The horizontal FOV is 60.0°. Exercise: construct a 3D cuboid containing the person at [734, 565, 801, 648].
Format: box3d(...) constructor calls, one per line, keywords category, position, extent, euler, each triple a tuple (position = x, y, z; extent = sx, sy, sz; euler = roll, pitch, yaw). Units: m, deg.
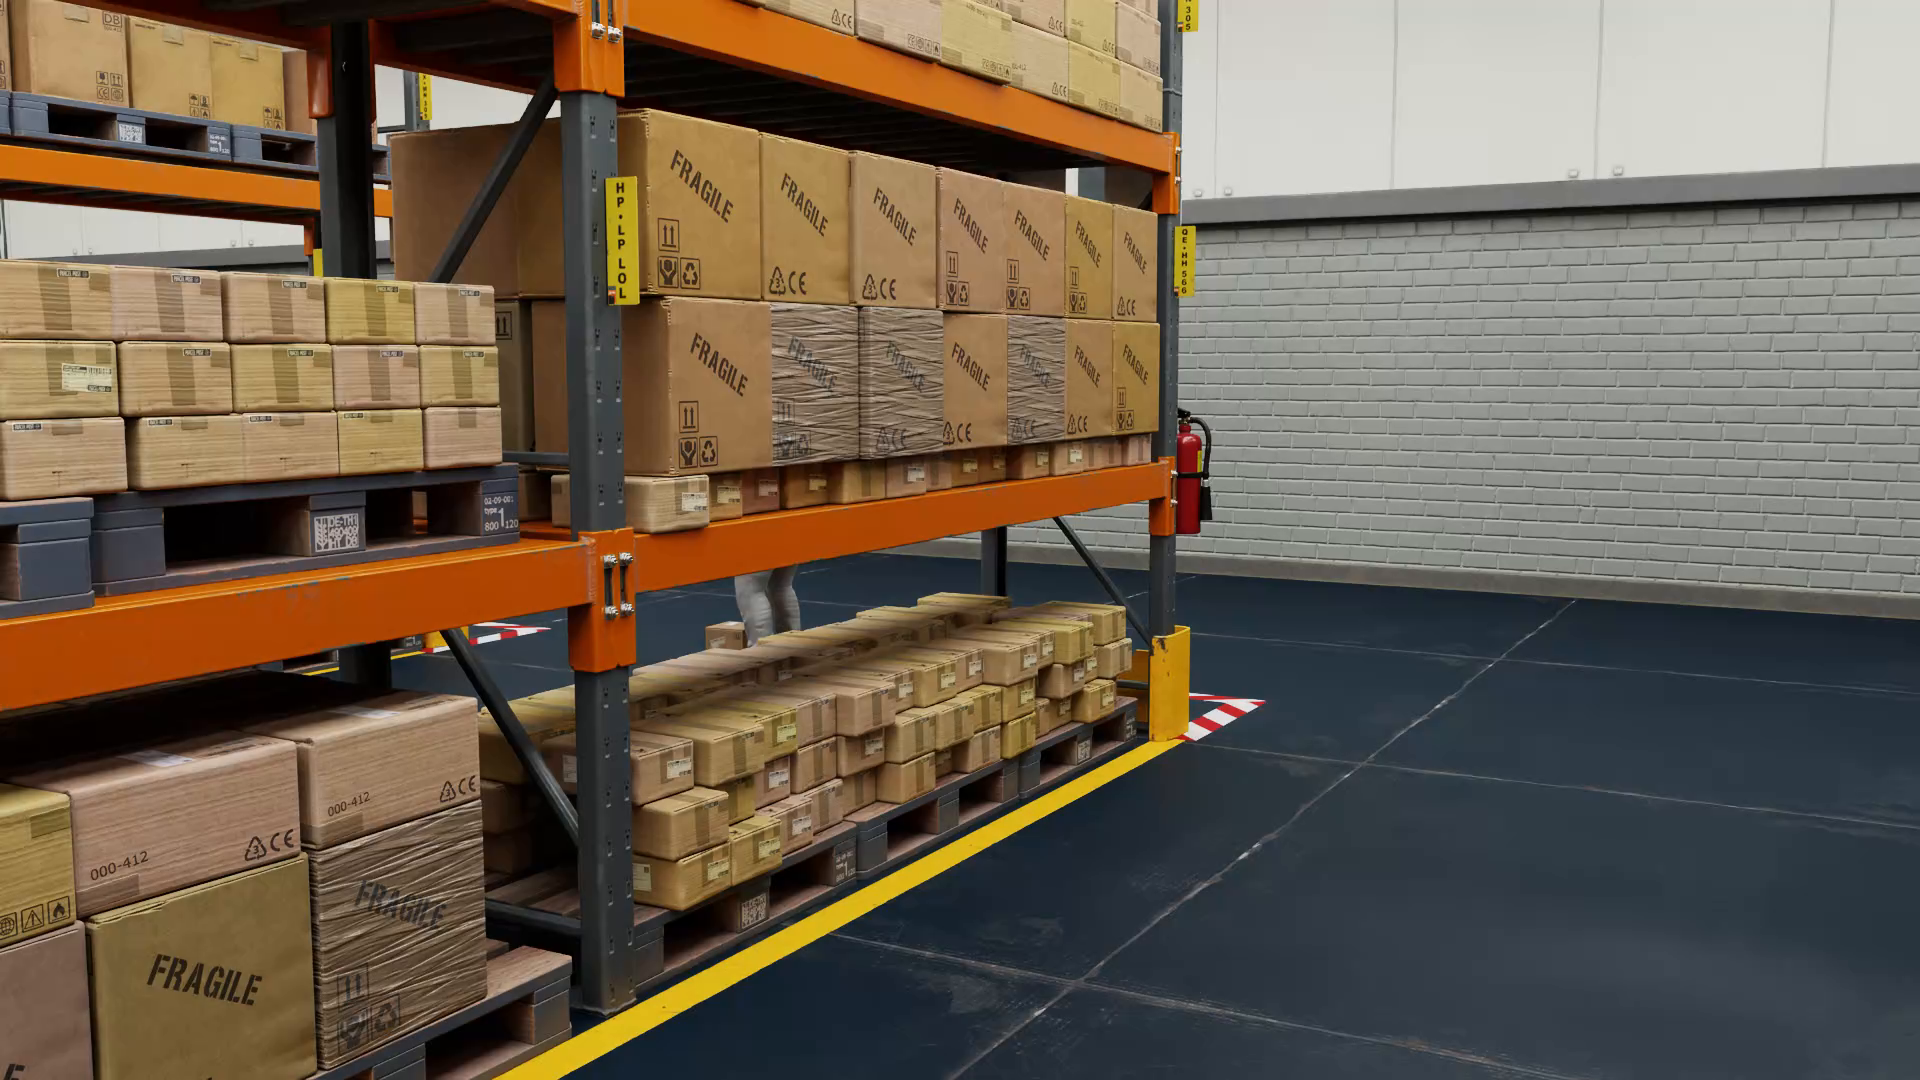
box3d(category="person", position=(-1.114, -0.070, 9.504), extent=(0.469, 1.666, 0.563), euler=(3, 7, 25))
